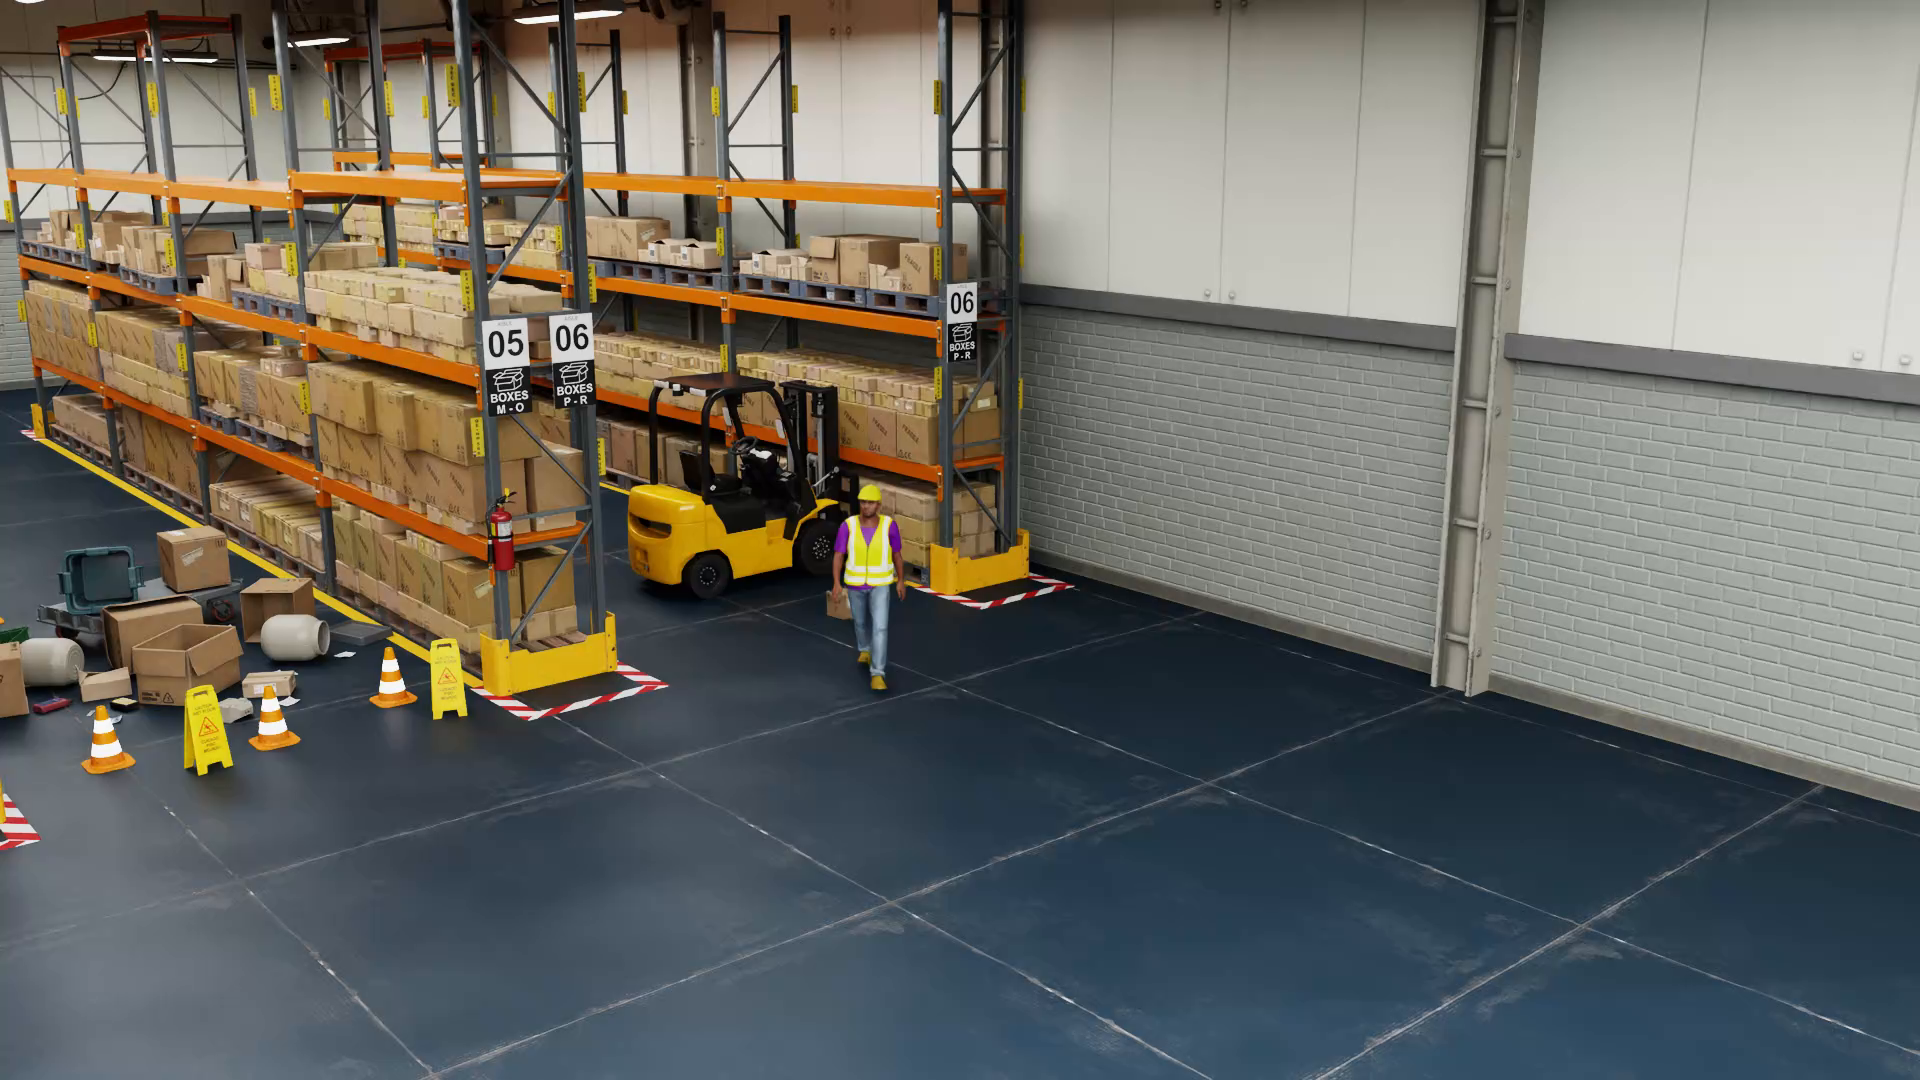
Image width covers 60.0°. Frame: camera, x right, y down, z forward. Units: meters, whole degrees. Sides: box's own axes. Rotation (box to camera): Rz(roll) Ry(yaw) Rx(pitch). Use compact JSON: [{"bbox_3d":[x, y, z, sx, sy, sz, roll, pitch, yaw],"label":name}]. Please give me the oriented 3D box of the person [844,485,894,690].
[{"bbox_3d":[-0.802,0.378,14.427,0.437,1.710,1.066,1,14,5],"label":"person"}]
